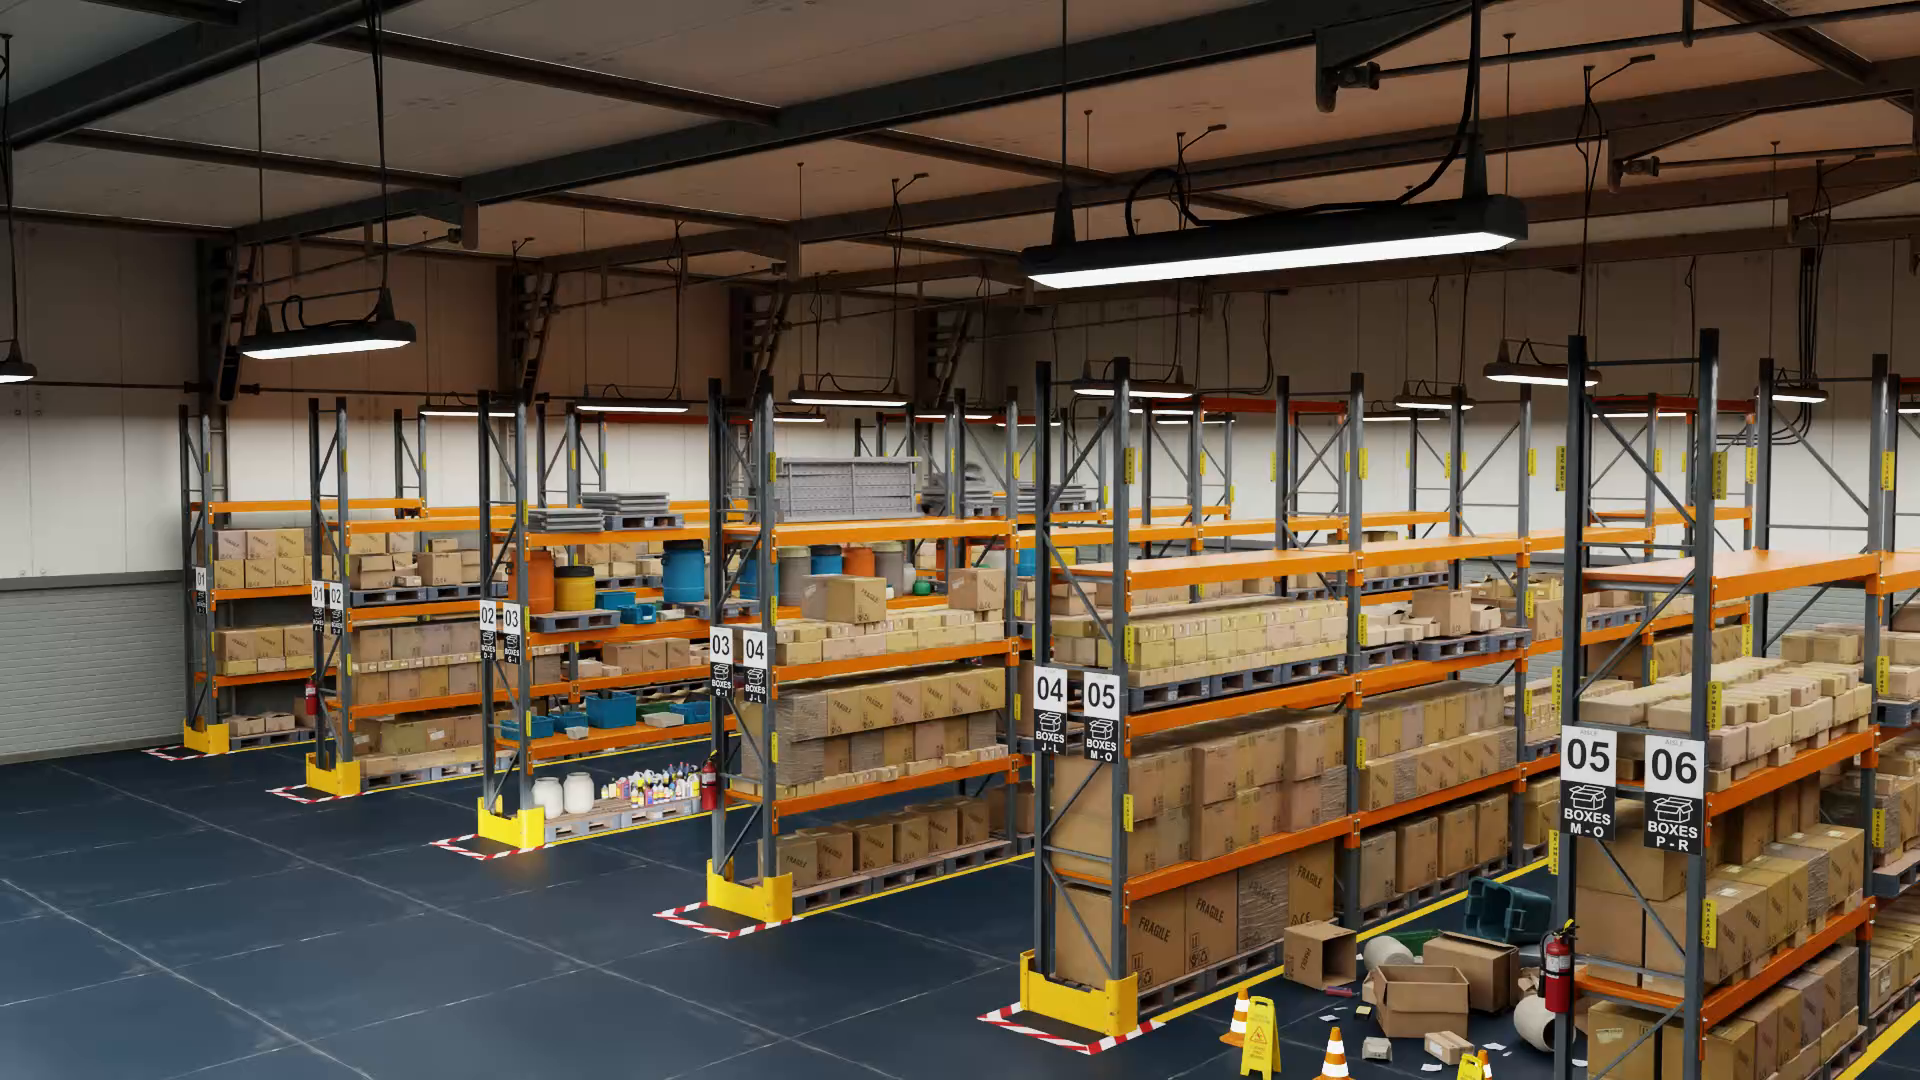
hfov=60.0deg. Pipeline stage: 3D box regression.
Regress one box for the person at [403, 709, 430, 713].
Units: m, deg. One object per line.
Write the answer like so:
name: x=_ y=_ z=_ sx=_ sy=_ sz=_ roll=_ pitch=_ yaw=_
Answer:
person: x=-9.485 y=2.810 z=29.013 sx=0.694 sy=1.738 sz=0.839 roll=-1 pitch=3 yaw=-9
